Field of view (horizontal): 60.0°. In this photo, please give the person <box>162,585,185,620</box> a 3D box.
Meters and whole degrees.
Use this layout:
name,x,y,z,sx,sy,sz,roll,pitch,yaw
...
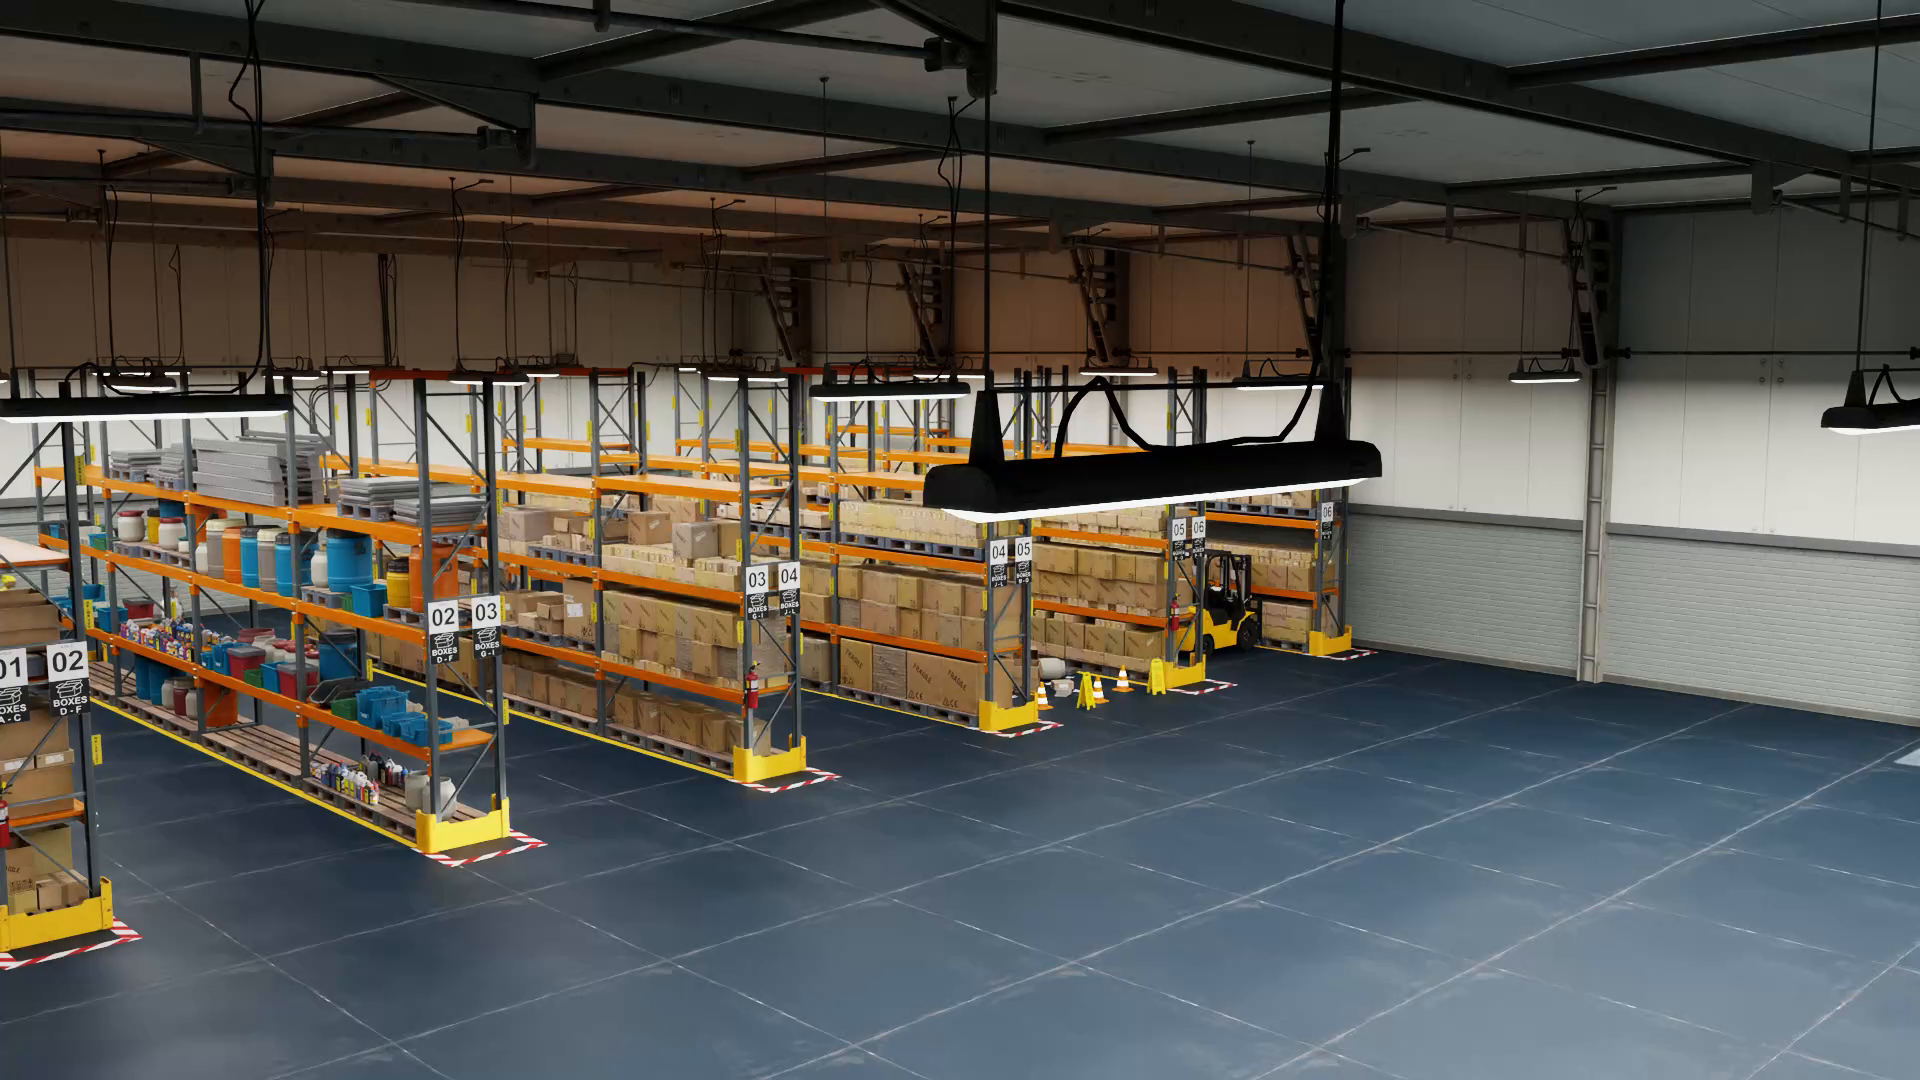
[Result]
name,x,y,z,sx,sy,sz,roll,pitch,yaw
person,-15.908,1.716,33.566,0.707,1.646,0.441,6,9,42

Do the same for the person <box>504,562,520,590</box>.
name,x,y,z,sx,sy,sz,roll,pitch,yaw
person,-11.280,0.711,42.075,0.459,1.767,0.607,5,8,39

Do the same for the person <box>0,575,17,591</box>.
name,x,y,z,sx,sy,sz,roll,pitch,yaw
person,-19.799,1.586,34.557,1.000,1.726,0.592,-3,7,-21
